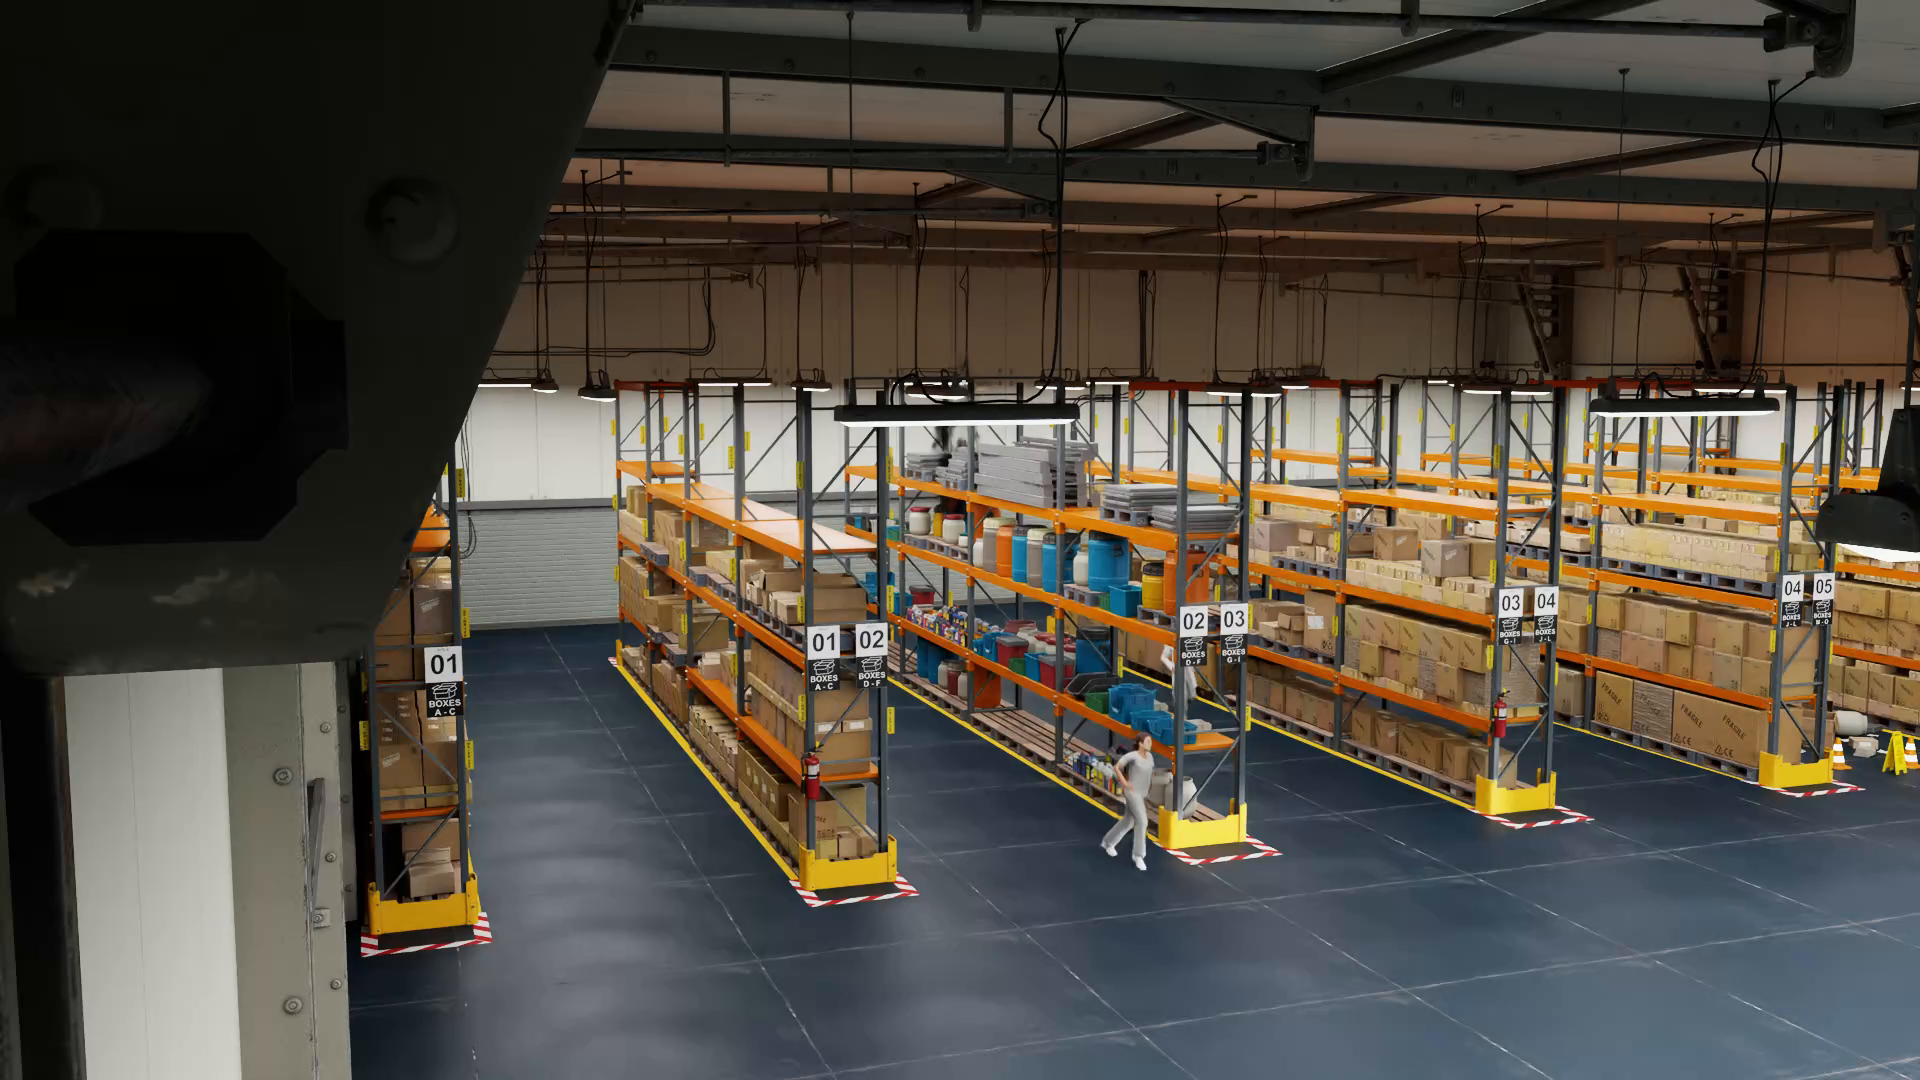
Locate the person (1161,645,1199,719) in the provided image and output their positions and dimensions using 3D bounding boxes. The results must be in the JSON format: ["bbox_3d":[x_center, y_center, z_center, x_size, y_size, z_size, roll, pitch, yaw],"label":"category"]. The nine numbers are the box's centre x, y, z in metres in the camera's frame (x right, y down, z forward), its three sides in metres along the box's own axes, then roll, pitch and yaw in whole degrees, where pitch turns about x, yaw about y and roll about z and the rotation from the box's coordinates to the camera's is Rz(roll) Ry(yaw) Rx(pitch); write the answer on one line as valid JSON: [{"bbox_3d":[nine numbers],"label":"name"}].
[{"bbox_3d":[3.894,2.379,29.386,0.741,1.737,0.709,-3,7,-23],"label":"person"}]

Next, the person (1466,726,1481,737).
[{"bbox_3d":[8.893,2.478,28.190,0.689,1.721,0.694,-3,7,-29],"label":"person"}]

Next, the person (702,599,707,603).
[{"bbox_3d":[-5.581,1.642,36.478,0.592,1.684,0.715,2,6,22],"label":"person"}]

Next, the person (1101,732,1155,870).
[{"bbox_3d":[2.213,3.282,21.282,0.792,1.691,0.640,5,8,39],"label":"person"}]
